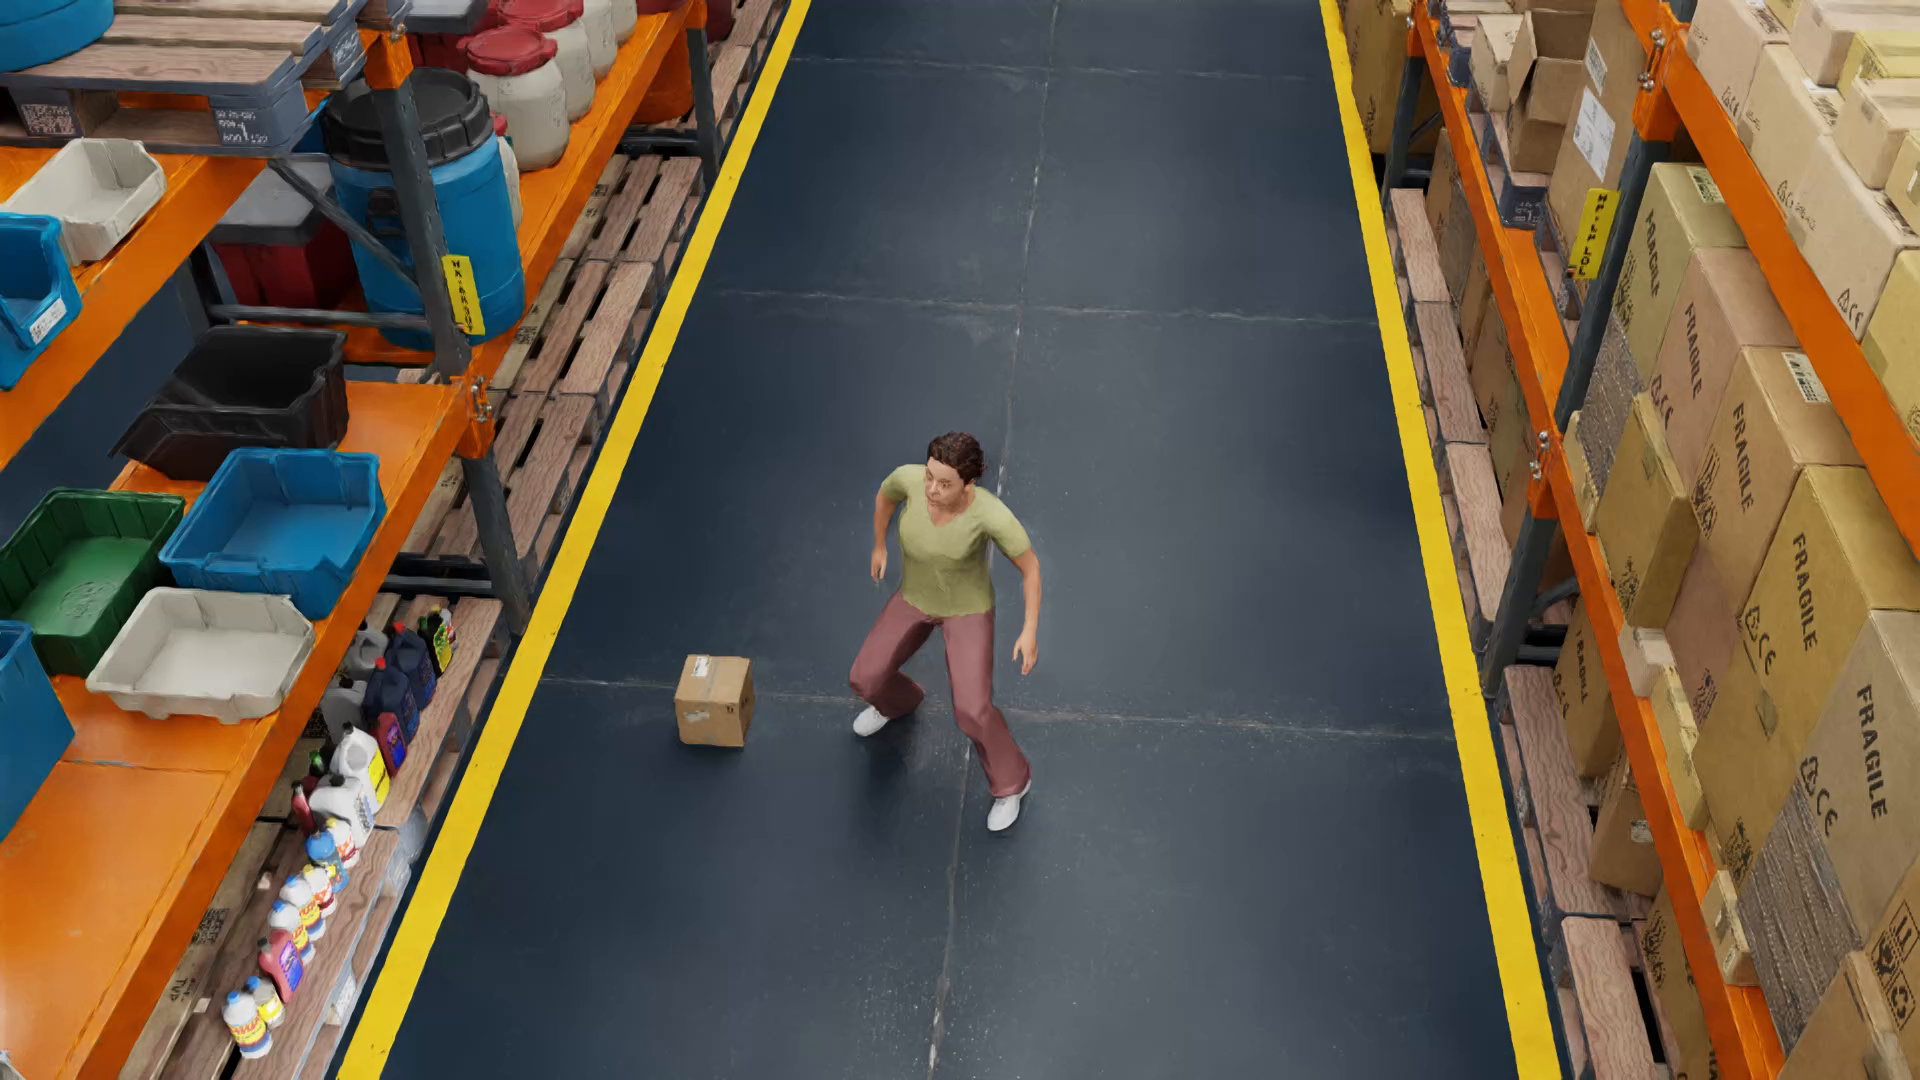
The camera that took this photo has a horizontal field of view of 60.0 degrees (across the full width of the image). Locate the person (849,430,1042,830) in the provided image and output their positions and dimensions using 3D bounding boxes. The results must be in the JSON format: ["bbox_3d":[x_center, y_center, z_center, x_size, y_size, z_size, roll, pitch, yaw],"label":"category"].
[{"bbox_3d":[-0.057,0.266,5.962,0.773,1.530,0.500,20,44,22],"label":"person"}]
